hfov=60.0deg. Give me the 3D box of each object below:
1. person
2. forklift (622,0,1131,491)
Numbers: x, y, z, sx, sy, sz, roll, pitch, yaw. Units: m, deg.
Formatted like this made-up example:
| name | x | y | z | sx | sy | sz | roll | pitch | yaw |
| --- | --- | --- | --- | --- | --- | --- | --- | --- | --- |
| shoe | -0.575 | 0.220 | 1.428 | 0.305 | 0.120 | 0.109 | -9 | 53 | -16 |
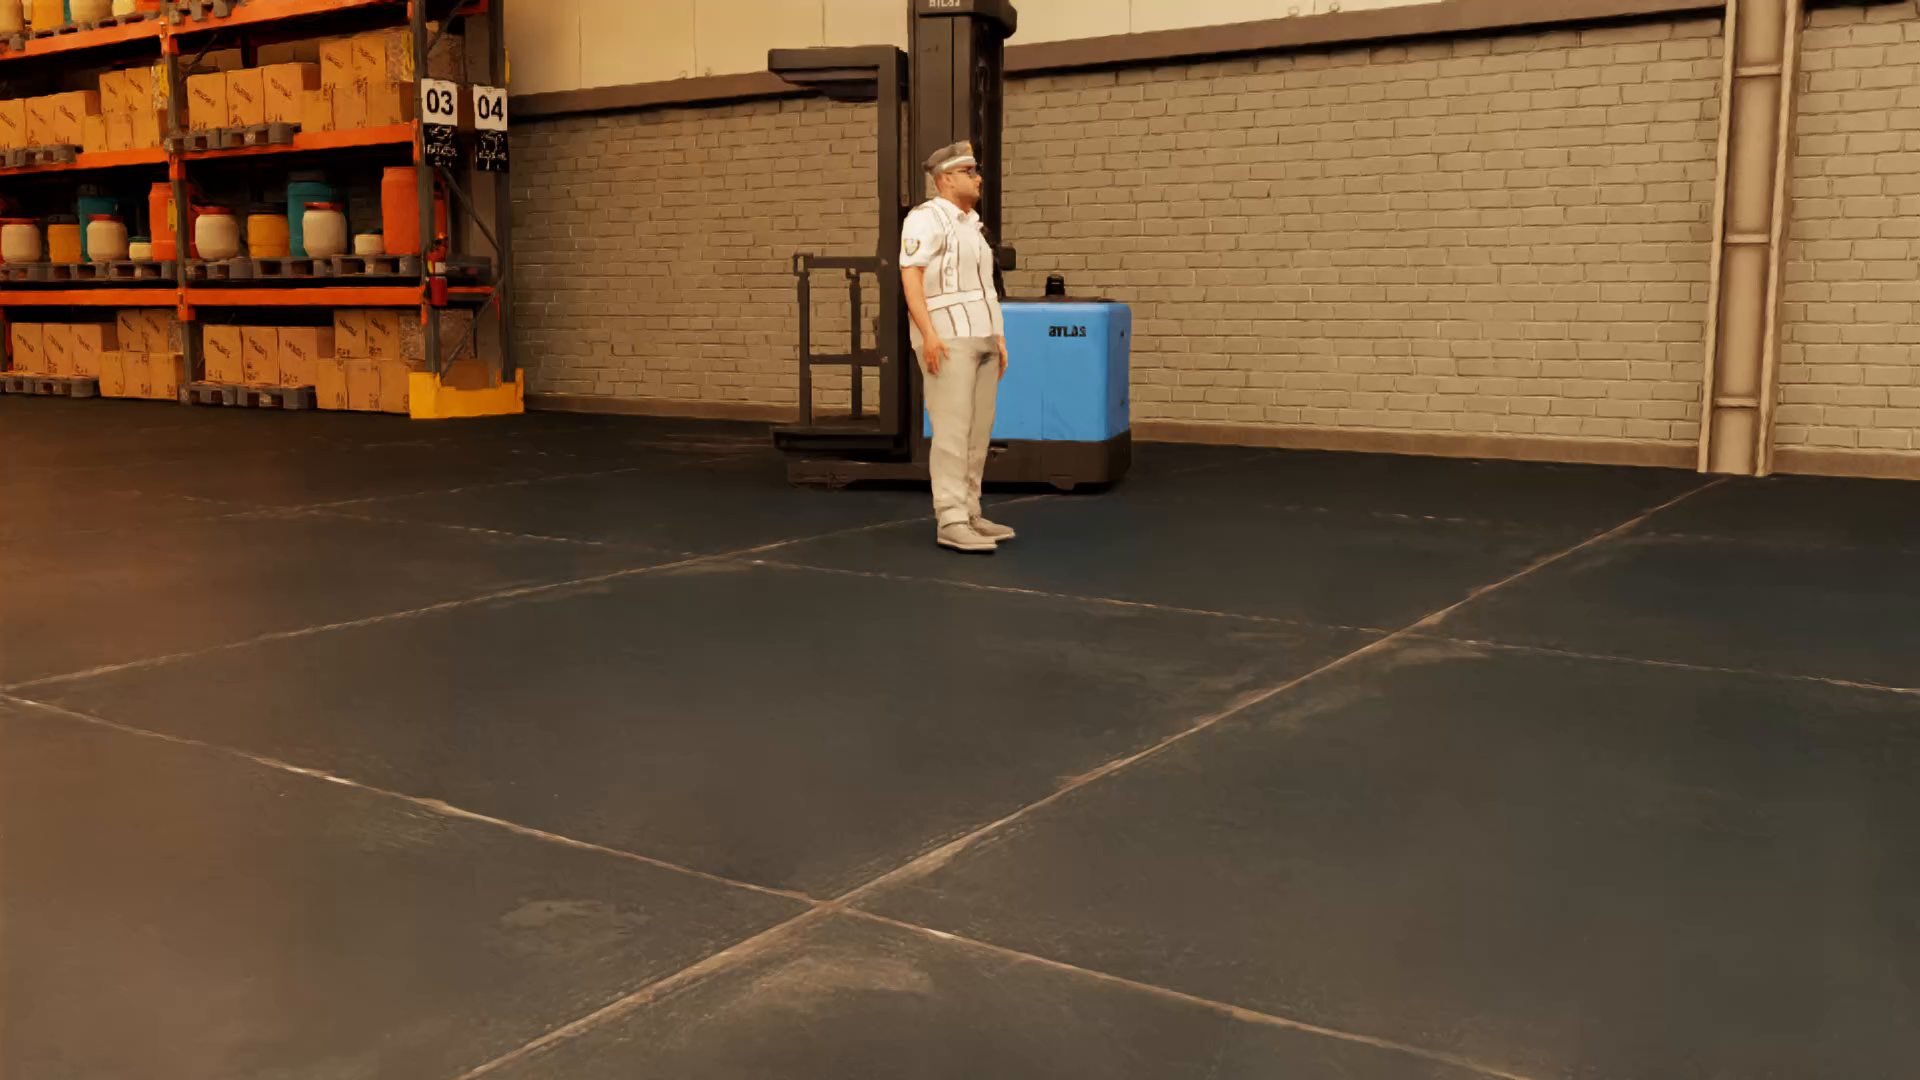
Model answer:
| name | x | y | z | sx | sy | sz | roll | pitch | yaw |
| --- | --- | --- | --- | --- | --- | --- | --- | --- | --- |
| person | 0.058 | -0.882 | 7.424 | 0.574 | 1.781 | 0.640 | 5 | 10 | 34 |
| forklift | -0.525 | -1.816 | 9.963 | 3.031 | 2.935 | 1.130 | 2 | 8 | 14 |
